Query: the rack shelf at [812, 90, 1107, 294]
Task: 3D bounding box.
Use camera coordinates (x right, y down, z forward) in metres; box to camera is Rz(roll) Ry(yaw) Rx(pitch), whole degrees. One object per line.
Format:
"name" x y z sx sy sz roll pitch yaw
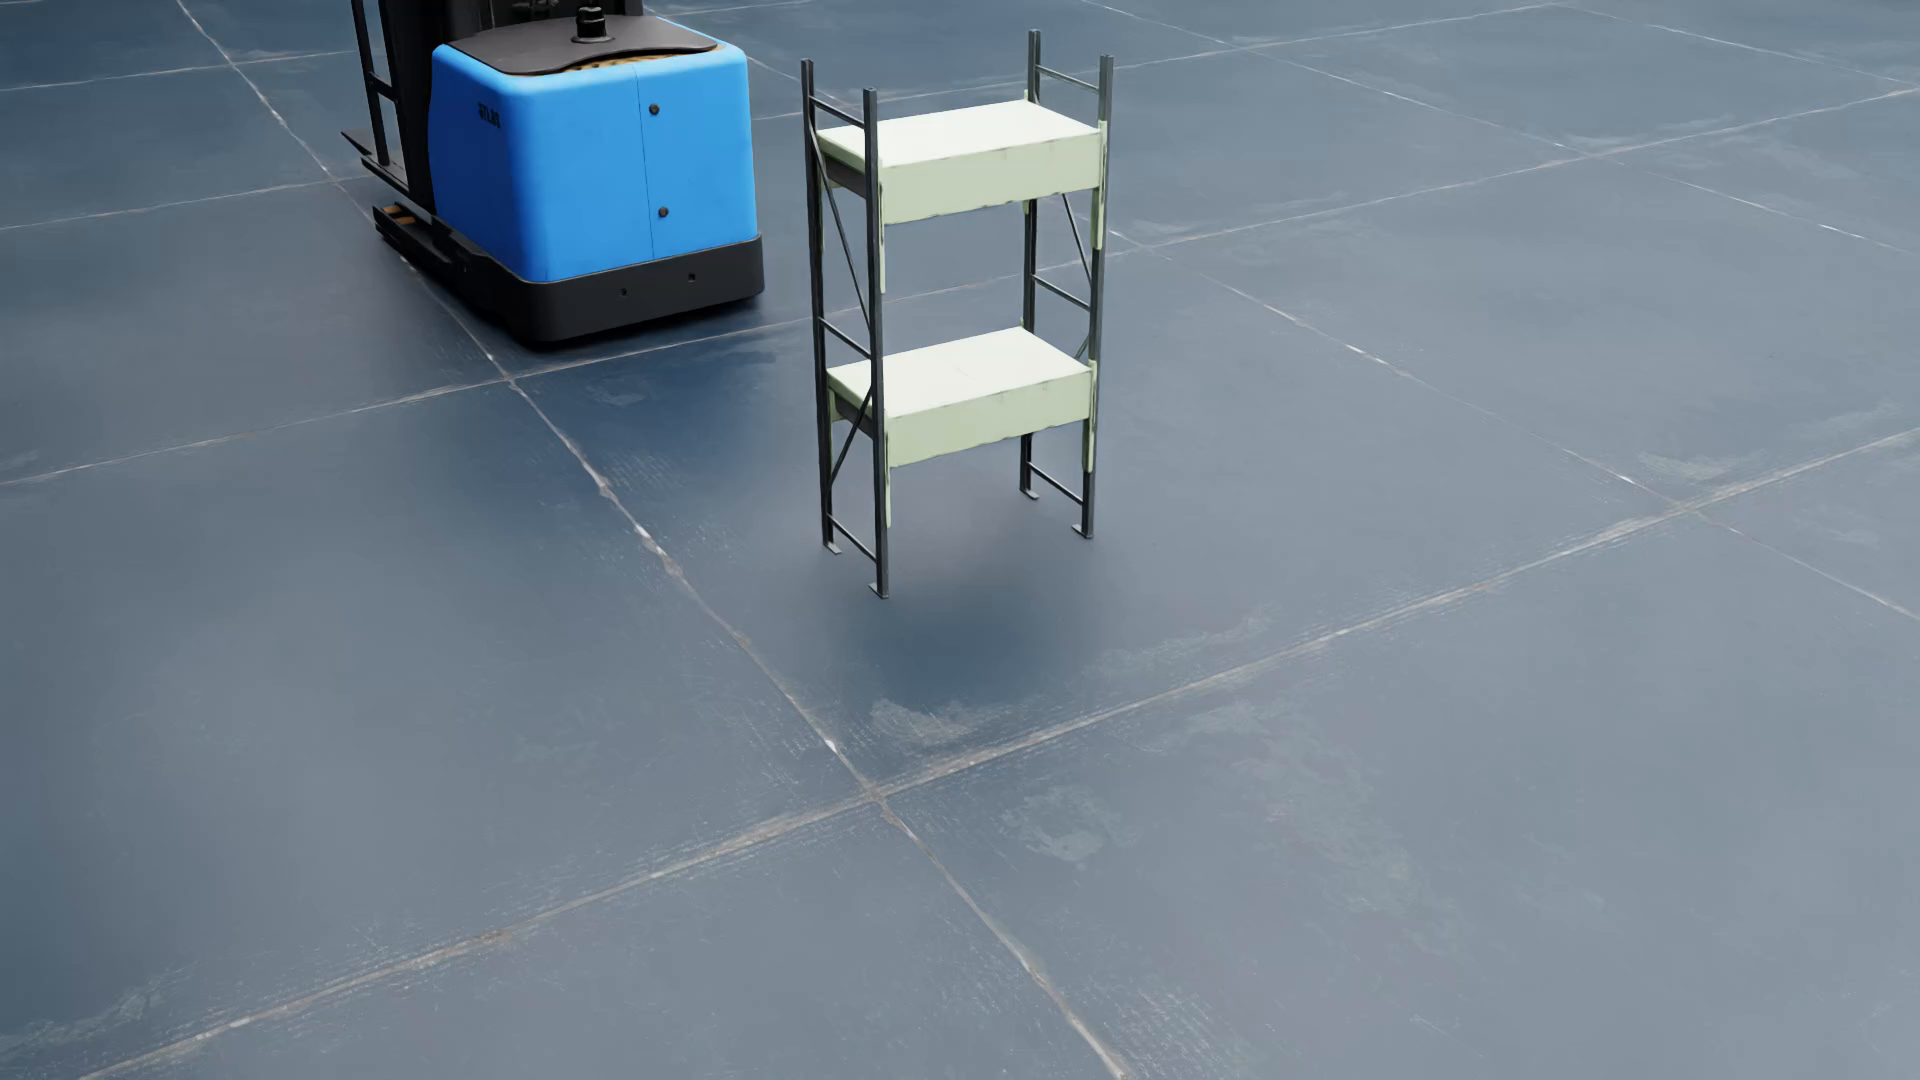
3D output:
"rack shelf" -0.006 -0.997 4.696 0.720 0.370 0.431 -16 33 -26

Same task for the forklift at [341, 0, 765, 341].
"forklift" -2.081 -2.721 7.147 1.130 2.935 3.031 -19 34 -30

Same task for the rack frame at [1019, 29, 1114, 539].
"rack frame" 0.310 -0.745 5.047 0.023 1.500 0.400 -16 33 -26

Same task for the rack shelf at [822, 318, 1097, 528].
"rack shelf" -0.006 -0.370 5.042 0.720 0.370 0.431 -16 33 -26

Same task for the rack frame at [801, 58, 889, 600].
"rack frame" -0.321 -0.565 4.722 0.023 1.500 0.400 -16 33 -26

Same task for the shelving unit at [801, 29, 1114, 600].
"shelving unit" -0.006 -0.655 4.885 0.755 1.500 0.431 -16 33 -26
